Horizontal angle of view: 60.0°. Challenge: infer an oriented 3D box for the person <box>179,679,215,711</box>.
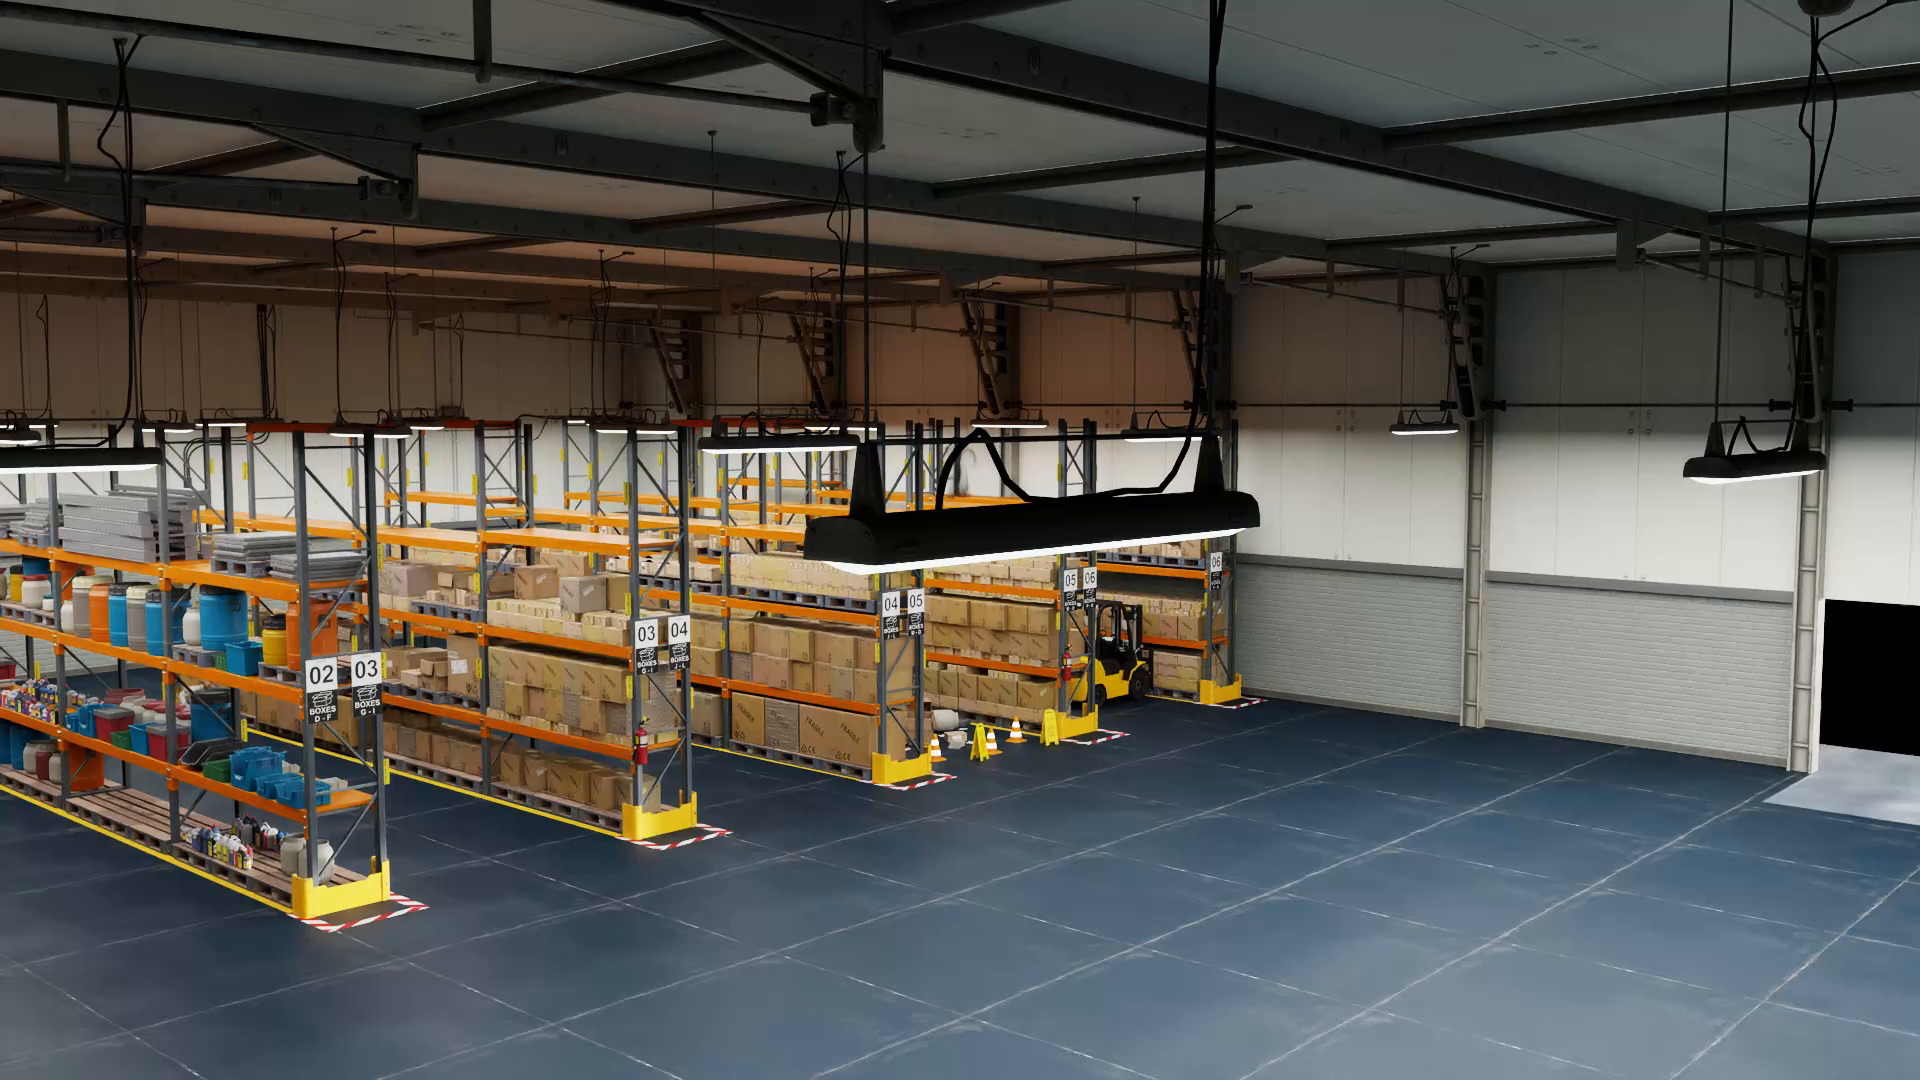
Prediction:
[{"bbox_3d":[-13.580,3.146,29.552,0.980,1.628,0.655,4,6,37],"label":"person"}]
